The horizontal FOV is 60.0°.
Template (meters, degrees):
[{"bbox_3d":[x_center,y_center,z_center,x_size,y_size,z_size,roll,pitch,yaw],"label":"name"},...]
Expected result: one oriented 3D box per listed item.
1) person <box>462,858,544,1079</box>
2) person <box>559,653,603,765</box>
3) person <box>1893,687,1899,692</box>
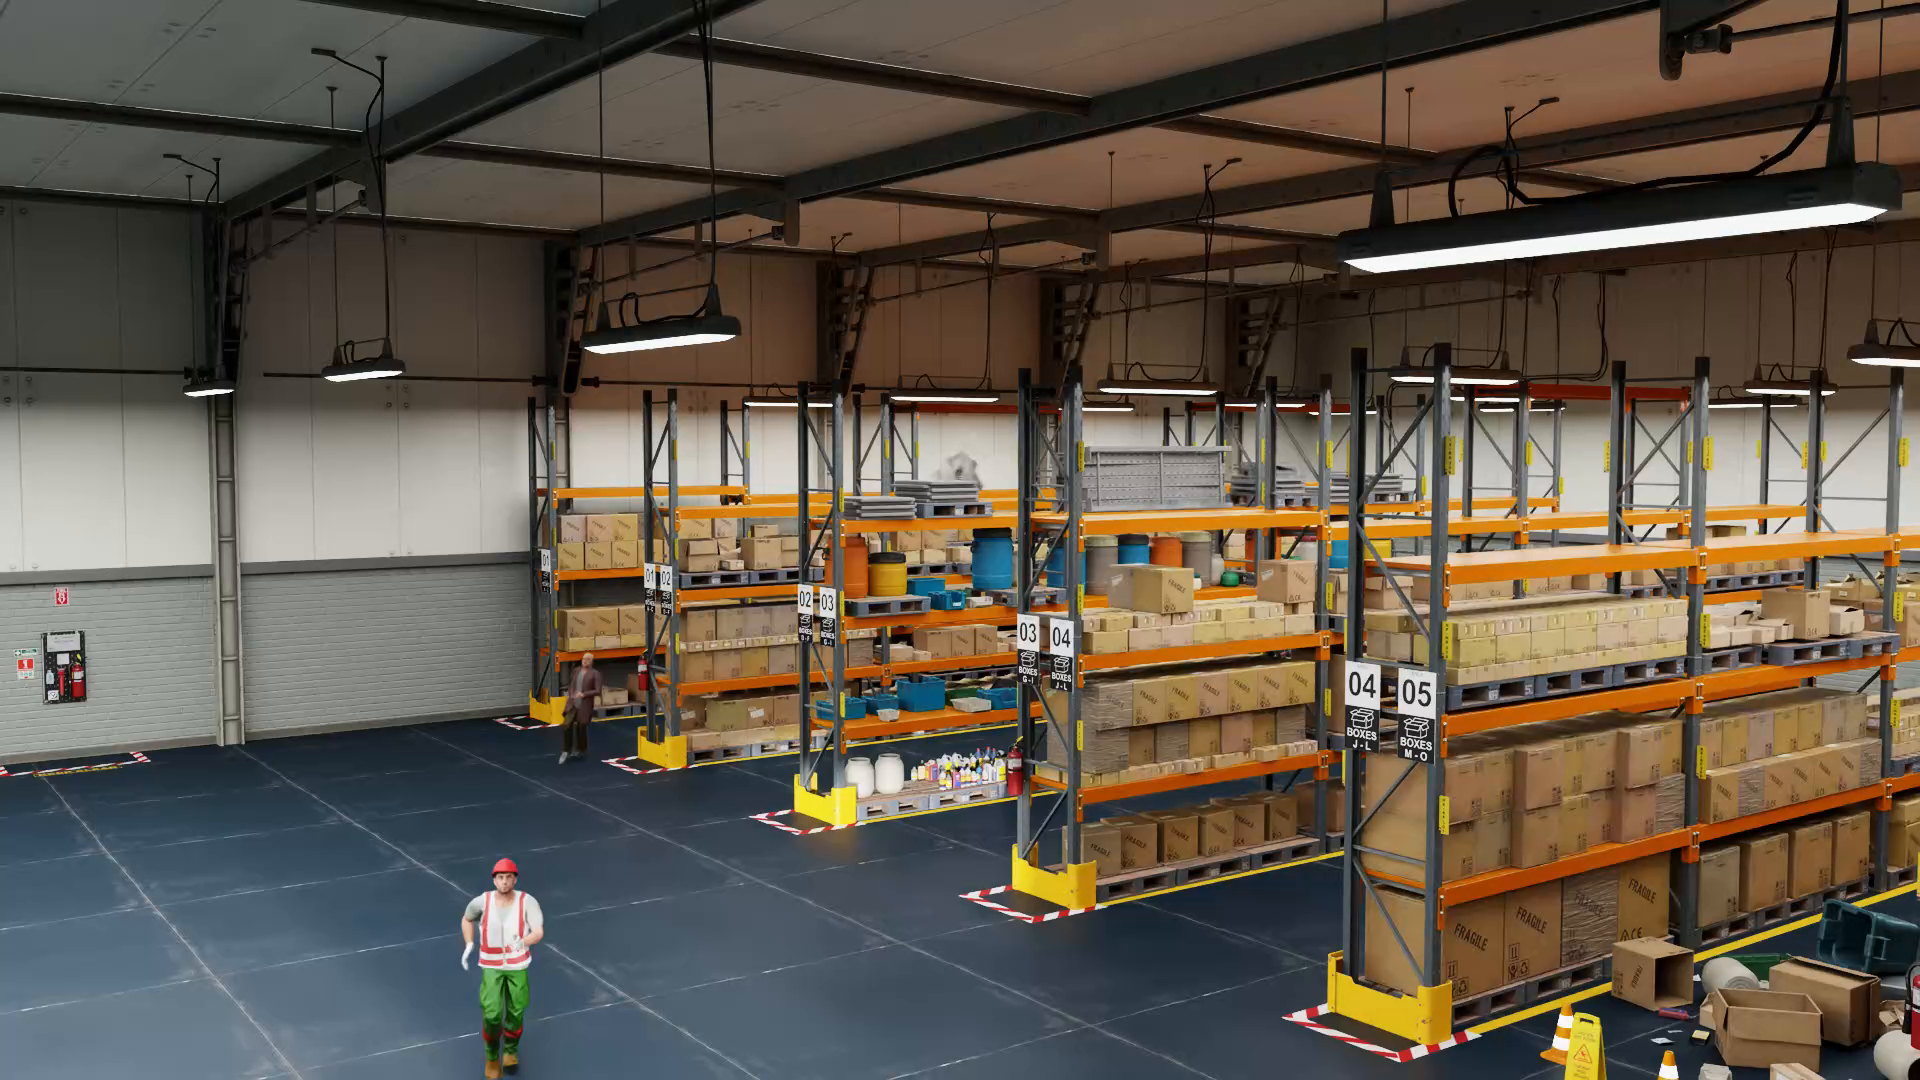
[{"bbox_3d":[-3.686,3.474,13.438,0.641,1.792,0.709,-1,4,-18],"label":"person"},{"bbox_3d":[-6.081,2.696,26.831,0.689,1.755,0.759,1,3,12],"label":"person"},{"bbox_3d":[13.050,2.904,23.422,0.605,1.752,0.644,-2,4,-35],"label":"person"}]
